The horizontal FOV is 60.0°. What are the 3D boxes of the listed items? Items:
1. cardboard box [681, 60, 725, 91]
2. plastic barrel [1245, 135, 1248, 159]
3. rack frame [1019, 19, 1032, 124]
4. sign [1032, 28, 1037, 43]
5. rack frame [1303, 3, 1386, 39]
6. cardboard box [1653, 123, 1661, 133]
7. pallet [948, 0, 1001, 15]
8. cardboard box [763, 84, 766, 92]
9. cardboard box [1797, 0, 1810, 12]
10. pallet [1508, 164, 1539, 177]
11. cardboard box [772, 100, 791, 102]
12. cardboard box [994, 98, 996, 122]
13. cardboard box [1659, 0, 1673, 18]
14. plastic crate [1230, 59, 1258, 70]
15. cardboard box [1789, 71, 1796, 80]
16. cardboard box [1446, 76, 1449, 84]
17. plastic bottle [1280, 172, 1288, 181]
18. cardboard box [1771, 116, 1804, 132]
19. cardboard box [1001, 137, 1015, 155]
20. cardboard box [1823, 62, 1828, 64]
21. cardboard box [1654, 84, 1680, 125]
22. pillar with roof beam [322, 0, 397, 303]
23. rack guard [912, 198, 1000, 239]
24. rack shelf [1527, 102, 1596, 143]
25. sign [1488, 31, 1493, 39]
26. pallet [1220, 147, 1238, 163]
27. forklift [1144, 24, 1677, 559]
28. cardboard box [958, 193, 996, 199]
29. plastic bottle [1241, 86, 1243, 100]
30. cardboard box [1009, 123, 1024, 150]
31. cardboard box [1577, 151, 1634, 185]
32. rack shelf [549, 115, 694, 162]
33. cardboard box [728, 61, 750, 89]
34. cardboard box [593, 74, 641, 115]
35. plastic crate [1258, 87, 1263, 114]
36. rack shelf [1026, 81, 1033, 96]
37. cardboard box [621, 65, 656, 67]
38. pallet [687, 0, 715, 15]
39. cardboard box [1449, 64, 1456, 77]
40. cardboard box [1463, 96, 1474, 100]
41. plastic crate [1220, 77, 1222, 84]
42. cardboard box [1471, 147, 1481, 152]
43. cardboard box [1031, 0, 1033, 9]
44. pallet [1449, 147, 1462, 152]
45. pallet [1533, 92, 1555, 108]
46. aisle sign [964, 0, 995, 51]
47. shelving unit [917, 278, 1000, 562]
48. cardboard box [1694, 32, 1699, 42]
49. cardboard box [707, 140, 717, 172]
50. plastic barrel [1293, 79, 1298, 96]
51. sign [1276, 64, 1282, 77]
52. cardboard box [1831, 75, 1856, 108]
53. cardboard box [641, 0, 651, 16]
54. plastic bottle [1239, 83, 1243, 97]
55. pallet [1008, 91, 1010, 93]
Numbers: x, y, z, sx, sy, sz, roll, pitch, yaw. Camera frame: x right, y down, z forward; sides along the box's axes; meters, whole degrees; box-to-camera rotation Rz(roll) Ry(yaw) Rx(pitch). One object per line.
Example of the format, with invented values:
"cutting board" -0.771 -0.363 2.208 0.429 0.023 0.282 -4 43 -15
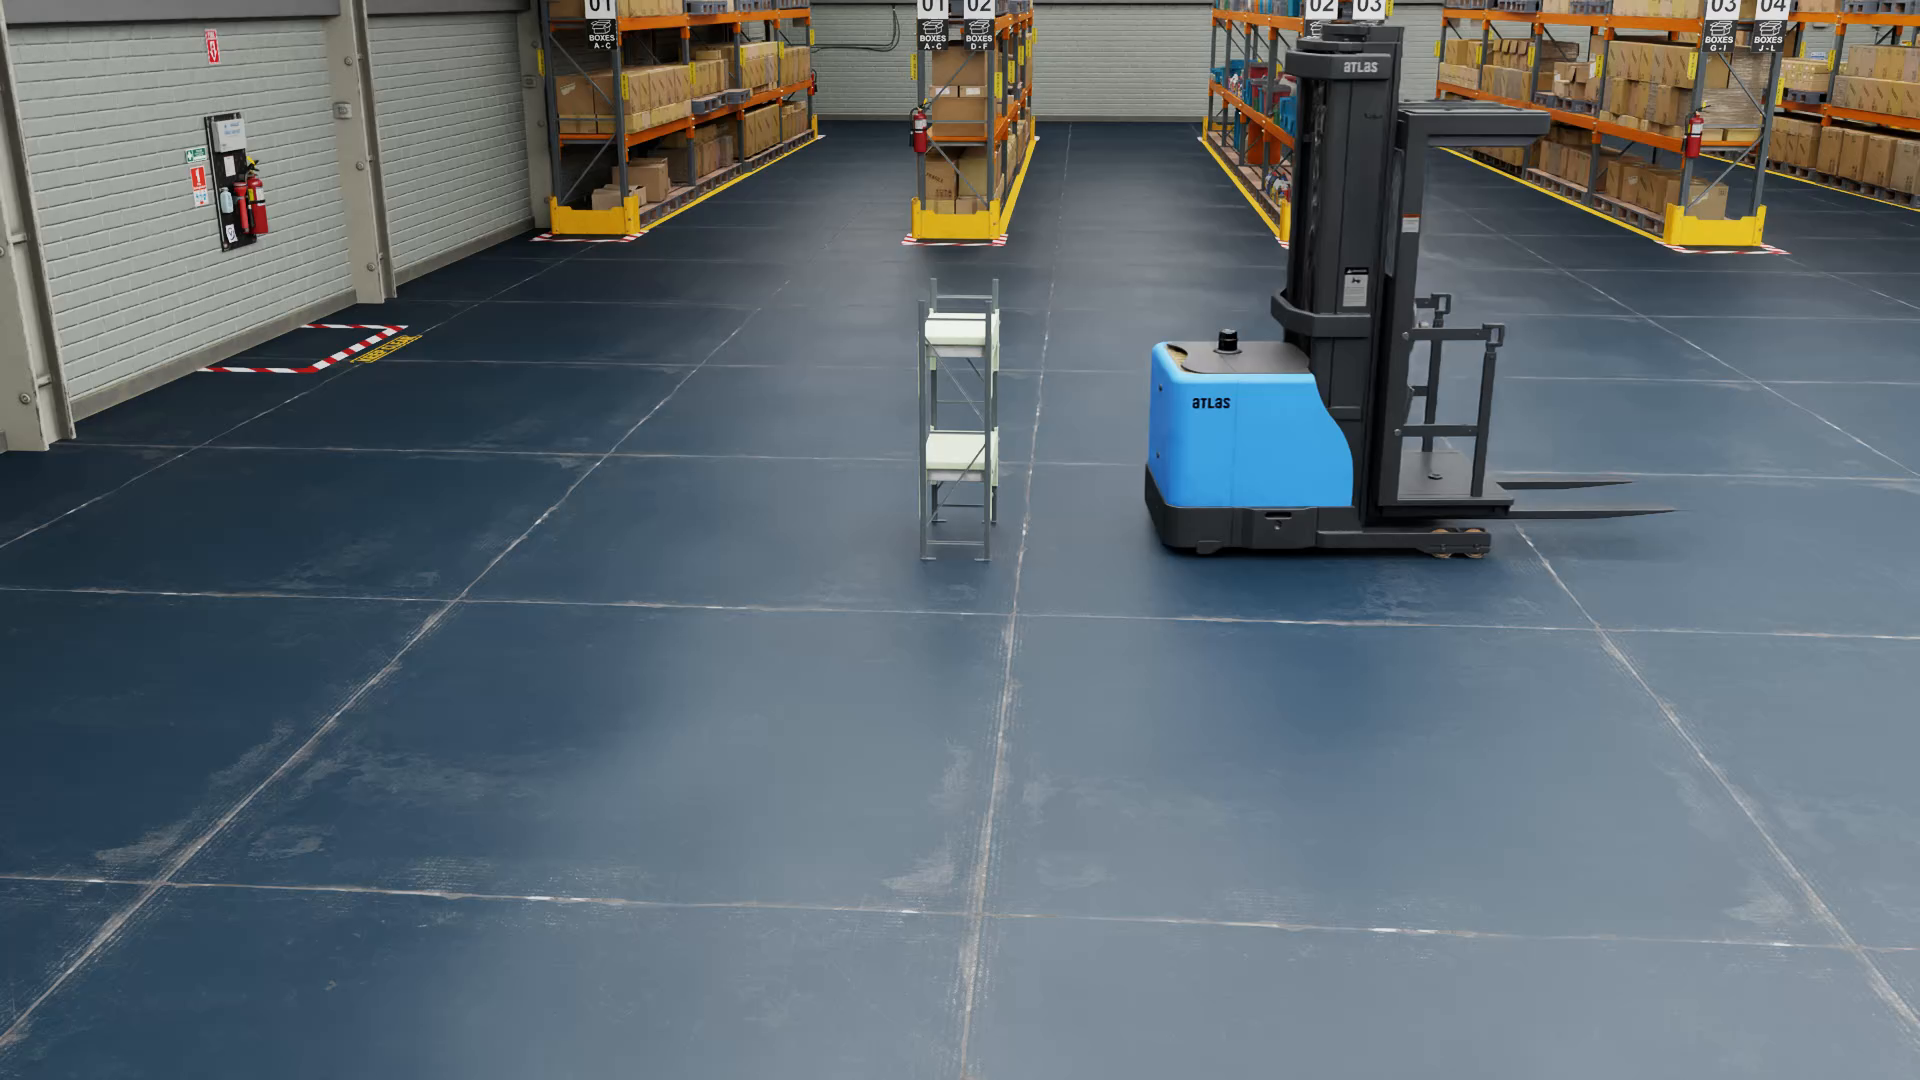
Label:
"cardboard box" -4.457 -8.036 28.764 0.700 0.500 0.500 0 18 -1
"plastic barrel" 5.431 -7.226 30.479 0.421 0.512 0.421 0 18 0
"rack frame" 1.095 -10.475 37.075 1.000 3.000 0.127 1 18 4
"sign" 1.647 -11.157 36.788 0.100 0.325 0.005 1 18 4
"rack frame" 4.888 -5.394 21.568 1.000 3.000 0.127 1 18 4
"cardboard box" 9.716 -5.646 22.740 0.380 0.149 0.250 1 18 4
"pallet" 0.024 -7.108 22.124 1.003 0.211 1.213 1 18 4
"cardboard box" -3.977 -8.805 32.349 0.380 0.149 0.250 1 18 4
"cardboard box" 15.192 -9.593 29.404 0.500 0.500 0.500 1 18 4
"pallet" 10.534 -6.686 29.990 1.003 0.211 1.213 1 18 4
"cardboard box" -3.987 -9.728 37.093 0.380 0.149 0.250 1 18 4
"cardboard box" 0.178 -6.494 24.764 0.700 0.500 0.500 1 18 3
"cardboard box" 9.688 -7.107 22.220 0.500 0.250 0.500 2 18 5
"plastic crate" 6.198 -10.301 36.389 0.616 0.435 0.499 1 18 4
"cardboard box" 14.975 -8.254 29.546 0.380 0.149 0.250 1 18 4
"cardboard box" 10.568 -9.790 35.388 0.380 0.149 0.250 1 18 3
"plastic bottle" 4.847 -5.342 24.957 0.144 0.351 0.185 1 18 4
"cardboard box" 15.236 -7.689 30.708 0.500 0.250 0.500 2 18 6
"cardboard box" 0.699 -6.820 28.761 0.500 0.311 0.500 1 18 3
"cardboard box" 15.644 -8.454 29.680 0.380 0.149 0.250 2 18 6
"cardboard box" 9.811 -5.801 22.170 0.875 0.500 0.500 1 18 4
"pillar with roof beam" -1.942 -6.743 16.051 9.100 9.000 0.400 1 18 4
"rack guard" -0.054 -4.311 22.276 1.175 0.500 0.348 1 18 4
"rack shelf" 10.259 -6.805 27.030 1.077 0.370 4.000 1 18 4
"sign" 11.516 -10.899 36.129 0.100 0.325 0.005 1 18 4
"pallet" 5.652 -7.557 32.648 1.003 0.211 1.213 1 18 4
"forklift" 2.683 -1.452 9.647 3.031 2.935 1.130 0 18 -1
"cardboard box" 0.240 -4.716 23.239 0.500 0.250 0.500 1 18 4
"plastic bottle" 5.082 -8.030 29.800 0.061 0.283 0.133 1 18 4
"cardboard box" 0.978 -7.785 32.173 0.500 0.500 0.500 2 18 5
"cardboard box" 10.234 -5.885 26.374 0.700 0.500 0.500 1 18 4
"rack shelf" -4.850 -5.895 24.251 1.077 0.370 4.000 1 18 4
"cardboard box" -4.130 -8.444 30.204 0.500 0.500 0.500 2 18 6
"cardboard box" -4.659 -6.052 22.579 0.500 0.500 0.500 1 18 4
"plastic crate" 4.944 -6.978 26.429 0.392 0.384 0.575 1 18 4
"rack shelf" 0.952 -9.512 35.291 1.077 0.370 4.000 1 18 4
"cardboard box" -4.949 -7.011 25.507 0.500 0.500 0.500 1 18 3
"pallet" -4.556 -8.383 26.174 1.213 0.211 1.003 1 18 4
"cardboard box" 10.602 -9.862 34.967 0.500 0.250 0.500 1 18 2
"cardboard box" 10.880 -8.683 34.343 0.875 0.875 0.875 1 18 4
"plastic crate" 5.574 -9.572 34.645 0.293 0.136 0.466 1 18 4
"cardboard box" 10.663 -8.001 32.262 1.225 0.875 0.875 1 18 4
"cardboard box" 1.321 -11.664 36.126 0.500 0.250 0.500 1 18 4
"pallet" 10.906 -8.300 34.914 1.003 0.211 1.213 1 18 4
"pallet" 10.457 -7.453 28.161 1.213 0.211 1.003 1 18 4
"aisle sign" 0.249 -6.714 21.421 0.394 0.787 0.004 1 18 4
"shelving unit" 0.000 -0.711 9.683 0.431 1.500 0.755 1 18 4
"cardboard box" 15.529 -10.323 34.367 0.500 0.500 0.500 1 18 3
"cardboard box" -4.580 -6.584 28.507 0.700 0.500 0.500 1 18 4
"plastic barrel" 5.462 -6.993 26.230 0.433 0.535 0.433 0 18 0
"sign" 6.297 -9.240 32.860 0.100 0.325 0.005 1 18 4
"cardboard box" 15.040 -7.540 27.957 0.500 0.500 0.500 1 18 5
"cardboard box" -4.613 -7.523 23.056 0.500 0.500 0.500 2 18 6
"plastic bottle" 5.136 -8.181 30.279 0.097 0.271 0.097 0 18 0
"pallet" 0.642 -8.896 32.563 1.003 0.211 1.213 1 18 4
